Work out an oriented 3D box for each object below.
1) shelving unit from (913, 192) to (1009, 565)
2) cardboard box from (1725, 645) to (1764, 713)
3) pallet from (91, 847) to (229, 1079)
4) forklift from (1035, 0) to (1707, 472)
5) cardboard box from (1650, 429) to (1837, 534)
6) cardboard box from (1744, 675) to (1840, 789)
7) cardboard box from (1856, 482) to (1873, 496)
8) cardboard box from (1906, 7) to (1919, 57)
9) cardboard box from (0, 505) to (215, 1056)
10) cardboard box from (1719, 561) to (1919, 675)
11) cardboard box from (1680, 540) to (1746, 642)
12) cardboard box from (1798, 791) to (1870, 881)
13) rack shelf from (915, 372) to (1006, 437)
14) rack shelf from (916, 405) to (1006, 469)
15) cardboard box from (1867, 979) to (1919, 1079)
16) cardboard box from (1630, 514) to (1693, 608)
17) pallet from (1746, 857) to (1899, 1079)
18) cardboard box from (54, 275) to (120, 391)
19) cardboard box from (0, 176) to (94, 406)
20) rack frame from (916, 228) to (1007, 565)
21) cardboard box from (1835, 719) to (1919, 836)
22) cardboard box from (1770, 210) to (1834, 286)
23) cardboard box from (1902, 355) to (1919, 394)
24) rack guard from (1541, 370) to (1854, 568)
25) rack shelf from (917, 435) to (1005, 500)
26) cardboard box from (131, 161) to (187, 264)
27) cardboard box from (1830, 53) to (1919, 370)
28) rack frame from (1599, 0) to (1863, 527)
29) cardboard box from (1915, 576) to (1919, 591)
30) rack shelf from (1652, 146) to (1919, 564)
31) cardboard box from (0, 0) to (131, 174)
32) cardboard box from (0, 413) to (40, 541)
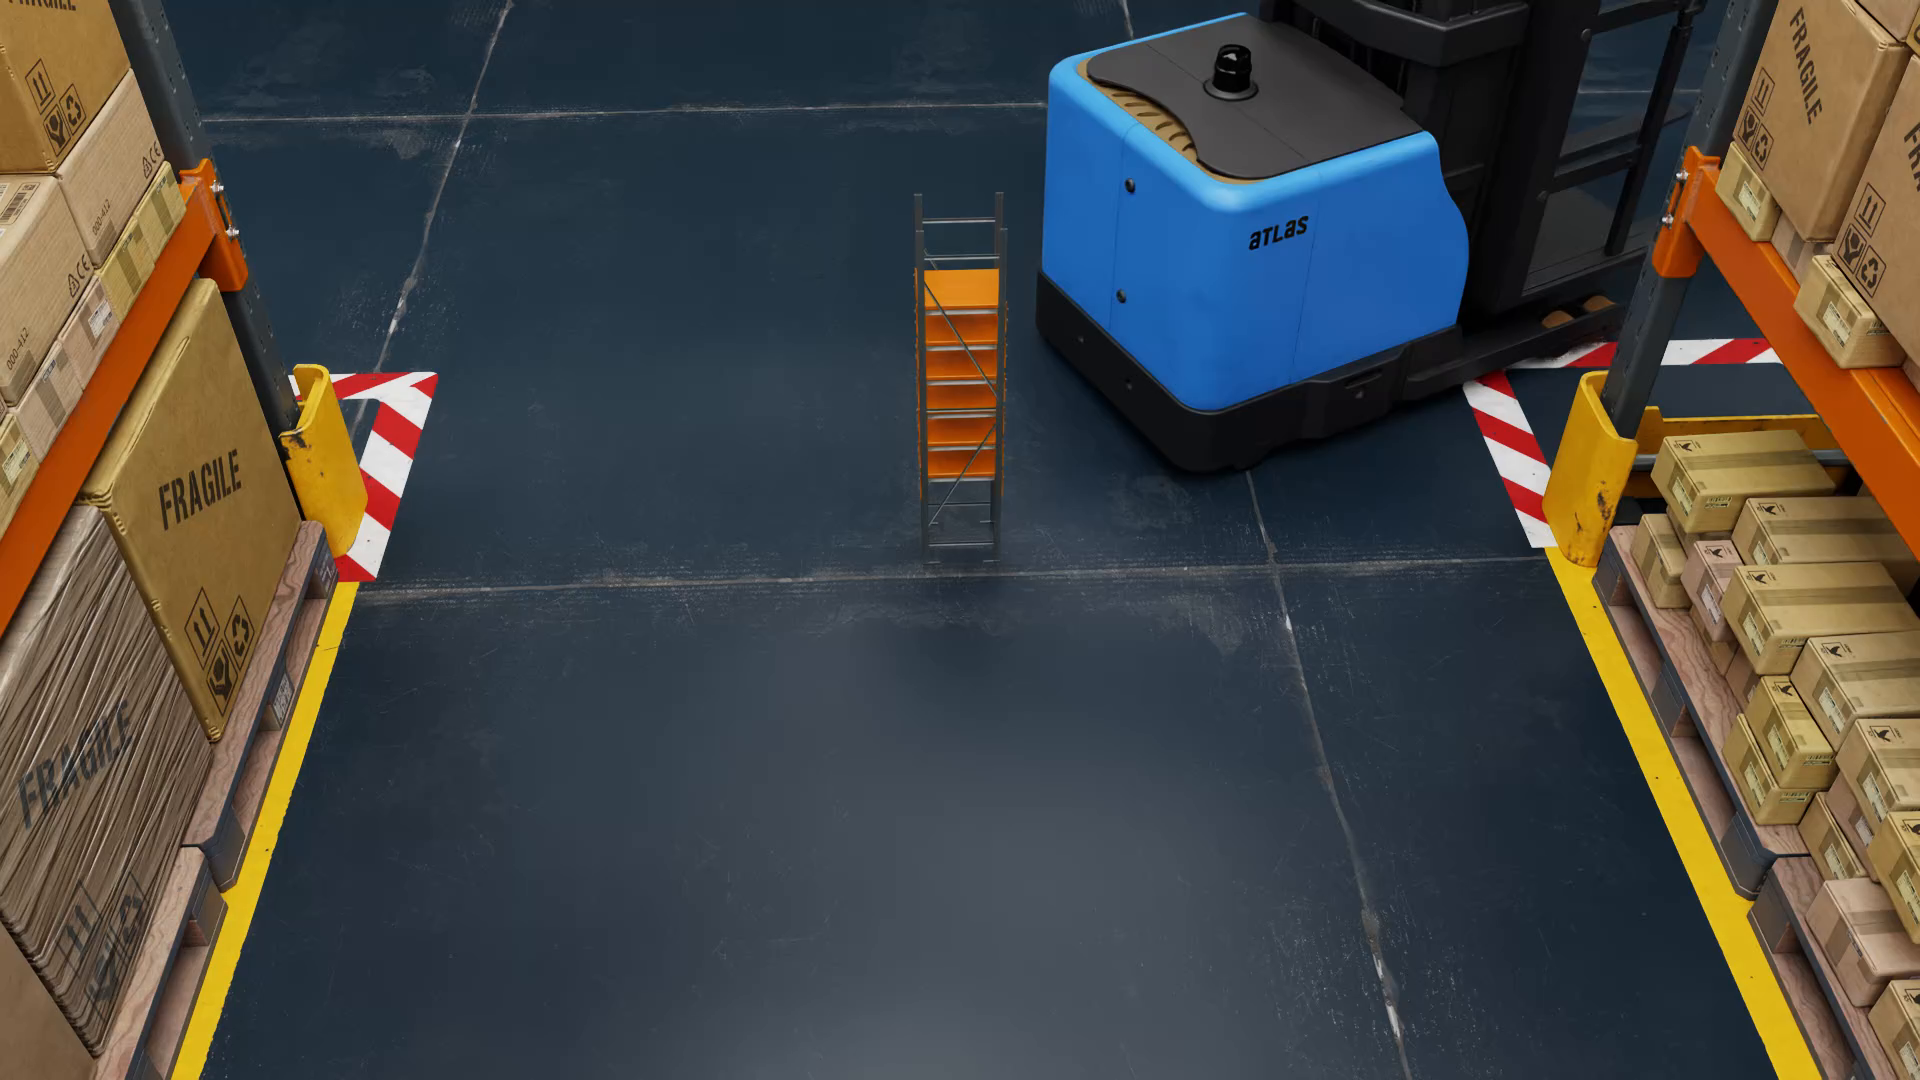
[{"bbox_3d":[0.001,-0.433,4.834,0.258,1.200,0.189,-2,43,-2],"label":"shelving unit"},{"bbox_3d":[2.275,0.398,4.395,0.380,0.149,0.250,-1,43,-1],"label":"cardboard box"},{"bbox_3d":[-2.337,1.259,3.721,1.003,0.211,1.213,-2,43,-2],"label":"pallet"},{"bbox_3d":[1.812,-2.025,5.290,3.031,2.935,1.130,-20,46,-21],"label":"forklift"},{"bbox_3d":[2.145,-0.162,4.566,0.380,0.149,0.250,-3,43,-4],"label":"cardboard box"},{"bbox_3d":[2.184,0.470,4.096,0.380,0.149,0.250,0,43,0],"label":"cardboard box"},{"bbox_3d":[2.769,-0.068,4.683,0.380,0.149,0.250,-3,43,-3],"label":"cardboard box"},{"bbox_3d":[2.244,-1.066,3.160,0.500,0.500,0.500,-1,43,-1],"label":"cardboard box"},{"bbox_3d":[-2.352,0.544,3.698,0.875,0.875,0.875,-2,43,-2],"label":"cardboard box"},{"bbox_3d":[2.159,0.194,4.177,0.380,0.149,0.250,-2,43,-2],"label":"cardboard box"},{"bbox_3d":[2.183,0.131,4.466,0.380,0.149,0.250,-2,43,-2],"label":"cardboard box"},{"bbox_3d":[2.282,0.743,4.018,0.380,0.149,0.250,-2,43,-2],"label":"cardboard box"},{"bbox_3d":[0.001,-0.400,4.864,0.258,0.103,0.180,-2,43,-2],"label":"rack shelf"},{"bbox_3d":[0.001,-0.311,4.945,0.258,0.103,0.180,-2,43,-2],"label":"rack shelf"},{"bbox_3d":[2.243,1.100,3.629,0.380,0.149,0.250,-2,43,-2],"label":"cardboard box"},{"bbox_3d":[2.164,0.056,4.768,0.380,0.149,0.250,-1,43,-1],"label":"cardboard box"},{"bbox_3d":[2.513,1.248,3.733,1.003,0.211,1.213,-2,43,-2],"label":"pallet"},{"bbox_3d":[-2.131,-0.459,3.717,0.380,0.149,0.250,-2,43,-2],"label":"cardboard box"},{"bbox_3d":[-2.191,-0.521,3.489,0.500,0.250,0.500,-2,43,-3],"label":"cardboard box"},{"bbox_3d":[0.005,-0.371,4.767,0.240,1.200,0.006,-2,43,-2],"label":"rack frame"},{"bbox_3d":[2.255,0.547,3.792,0.380,0.149,0.250,0,43,0],"label":"cardboard box"},{"bbox_3d":[2.200,-0.711,3.992,0.380,0.149,0.250,0,43,0],"label":"cardboard box"},{"bbox_3d":[2.306,-0.357,3.605,0.380,0.149,0.250,0,43,0],"label":"cardboard box"},{"bbox_3d":[2.465,-0.230,5.131,1.175,0.500,0.348,-2,43,-2],"label":"rack guard"},{"bbox_3d":[0.001,-0.223,5.026,0.258,0.103,0.180,-2,43,-2],"label":"rack shelf"},{"bbox_3d":[-2.154,-0.805,4.094,0.380,0.149,0.250,-1,43,-1],"label":"cardboard box"},{"bbox_3d":[2.253,-0.677,3.475,0.500,0.500,0.500,-2,43,-2],"label":"cardboard box"},{"bbox_3d":[2.462,-1.203,4.342,1.000,3.000,0.127,-2,43,-2],"label":"rack frame"},{"bbox_3d":[2.691,-0.004,4.394,0.380,0.149,0.250,-1,43,-1],"label":"cardboard box"},{"bbox_3d":[2.547,0.413,3.112,1.077,0.370,4.000,-2,43,-2],"label":"rack shelf"},{"bbox_3d":[-2.215,-1.138,3.607,0.500,0.500,0.500,-1,43,-1],"label":"cardboard box"},{"bbox_3d":[-2.109,-0.115,3.342,0.380,0.149,0.250,-3,43,-3],"label":"cardboard box"}]
